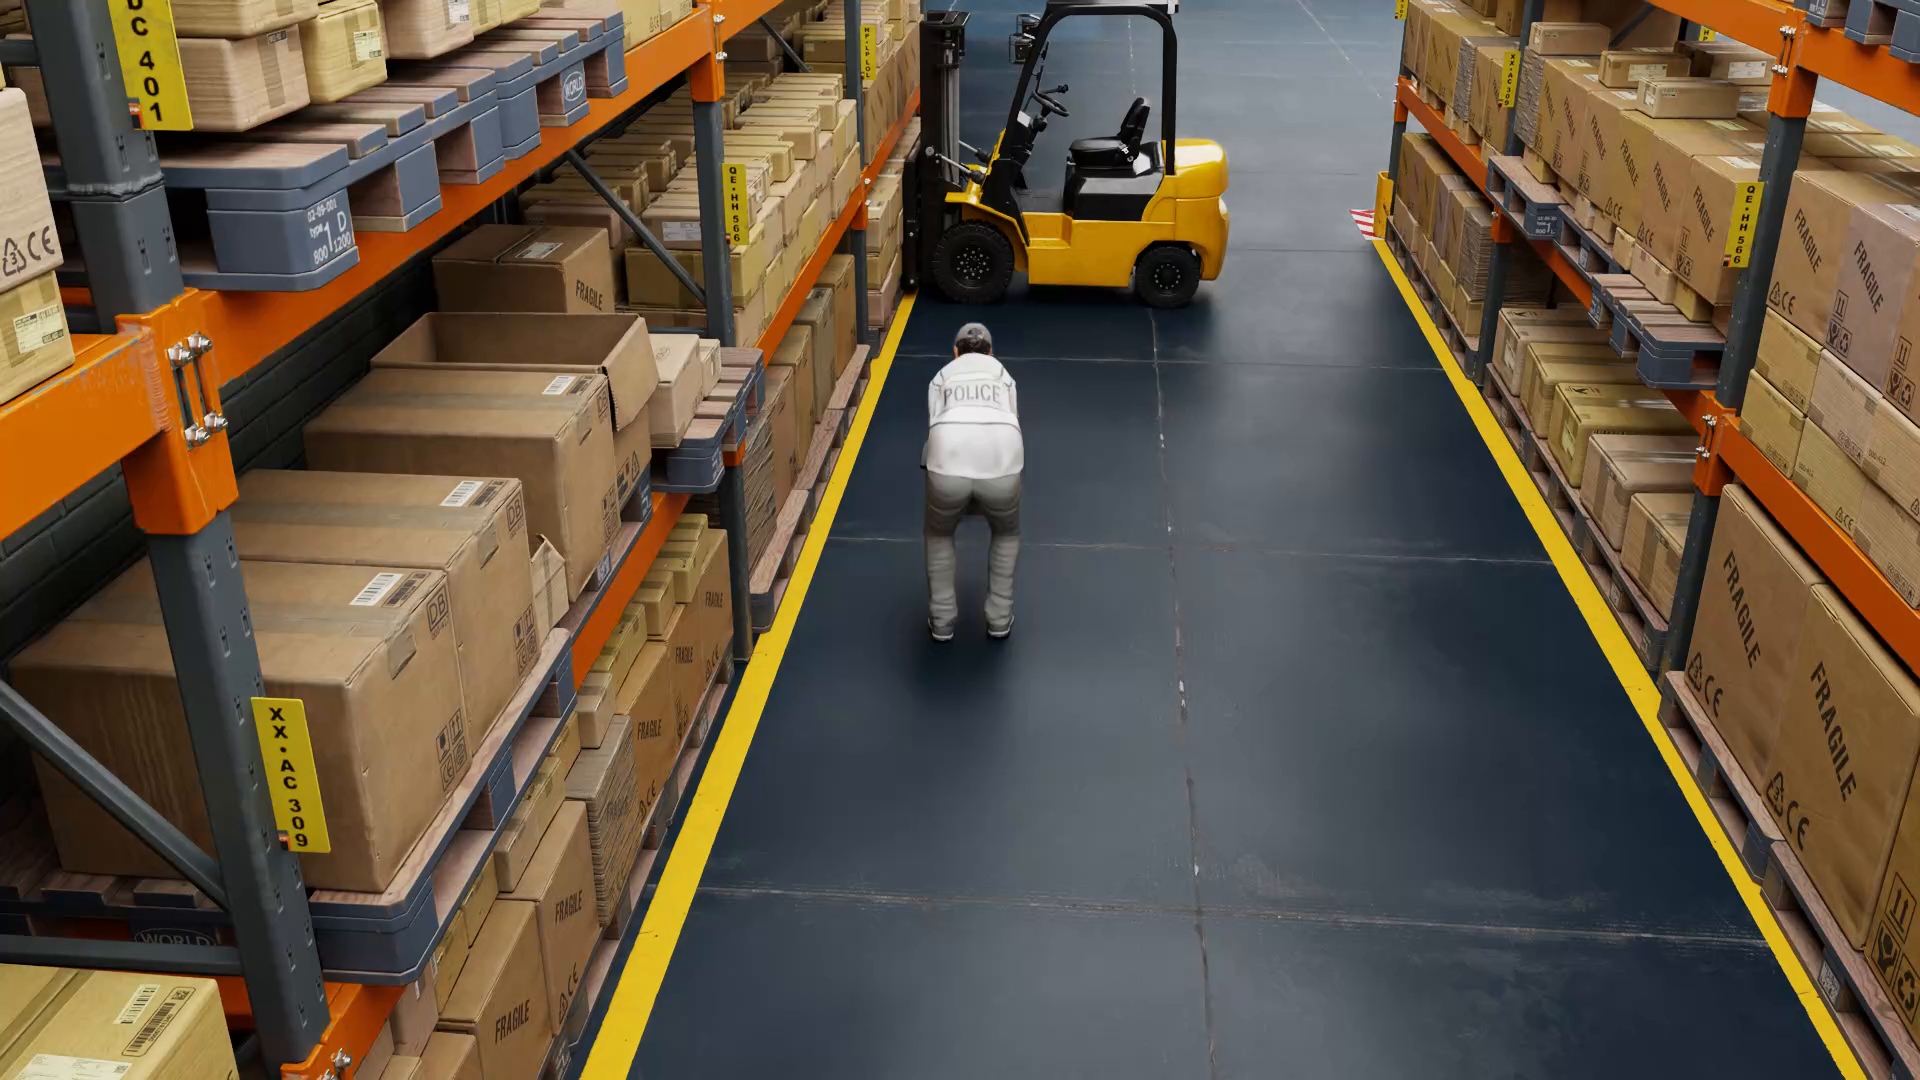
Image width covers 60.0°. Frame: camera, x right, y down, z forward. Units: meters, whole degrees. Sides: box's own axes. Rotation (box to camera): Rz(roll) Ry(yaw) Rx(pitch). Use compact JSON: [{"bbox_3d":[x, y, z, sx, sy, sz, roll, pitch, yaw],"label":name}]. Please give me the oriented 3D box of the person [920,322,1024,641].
[{"bbox_3d":[0.057,-0.253,7.572,0.453,1.323,0.875,0,25,1],"label":"person"}]
